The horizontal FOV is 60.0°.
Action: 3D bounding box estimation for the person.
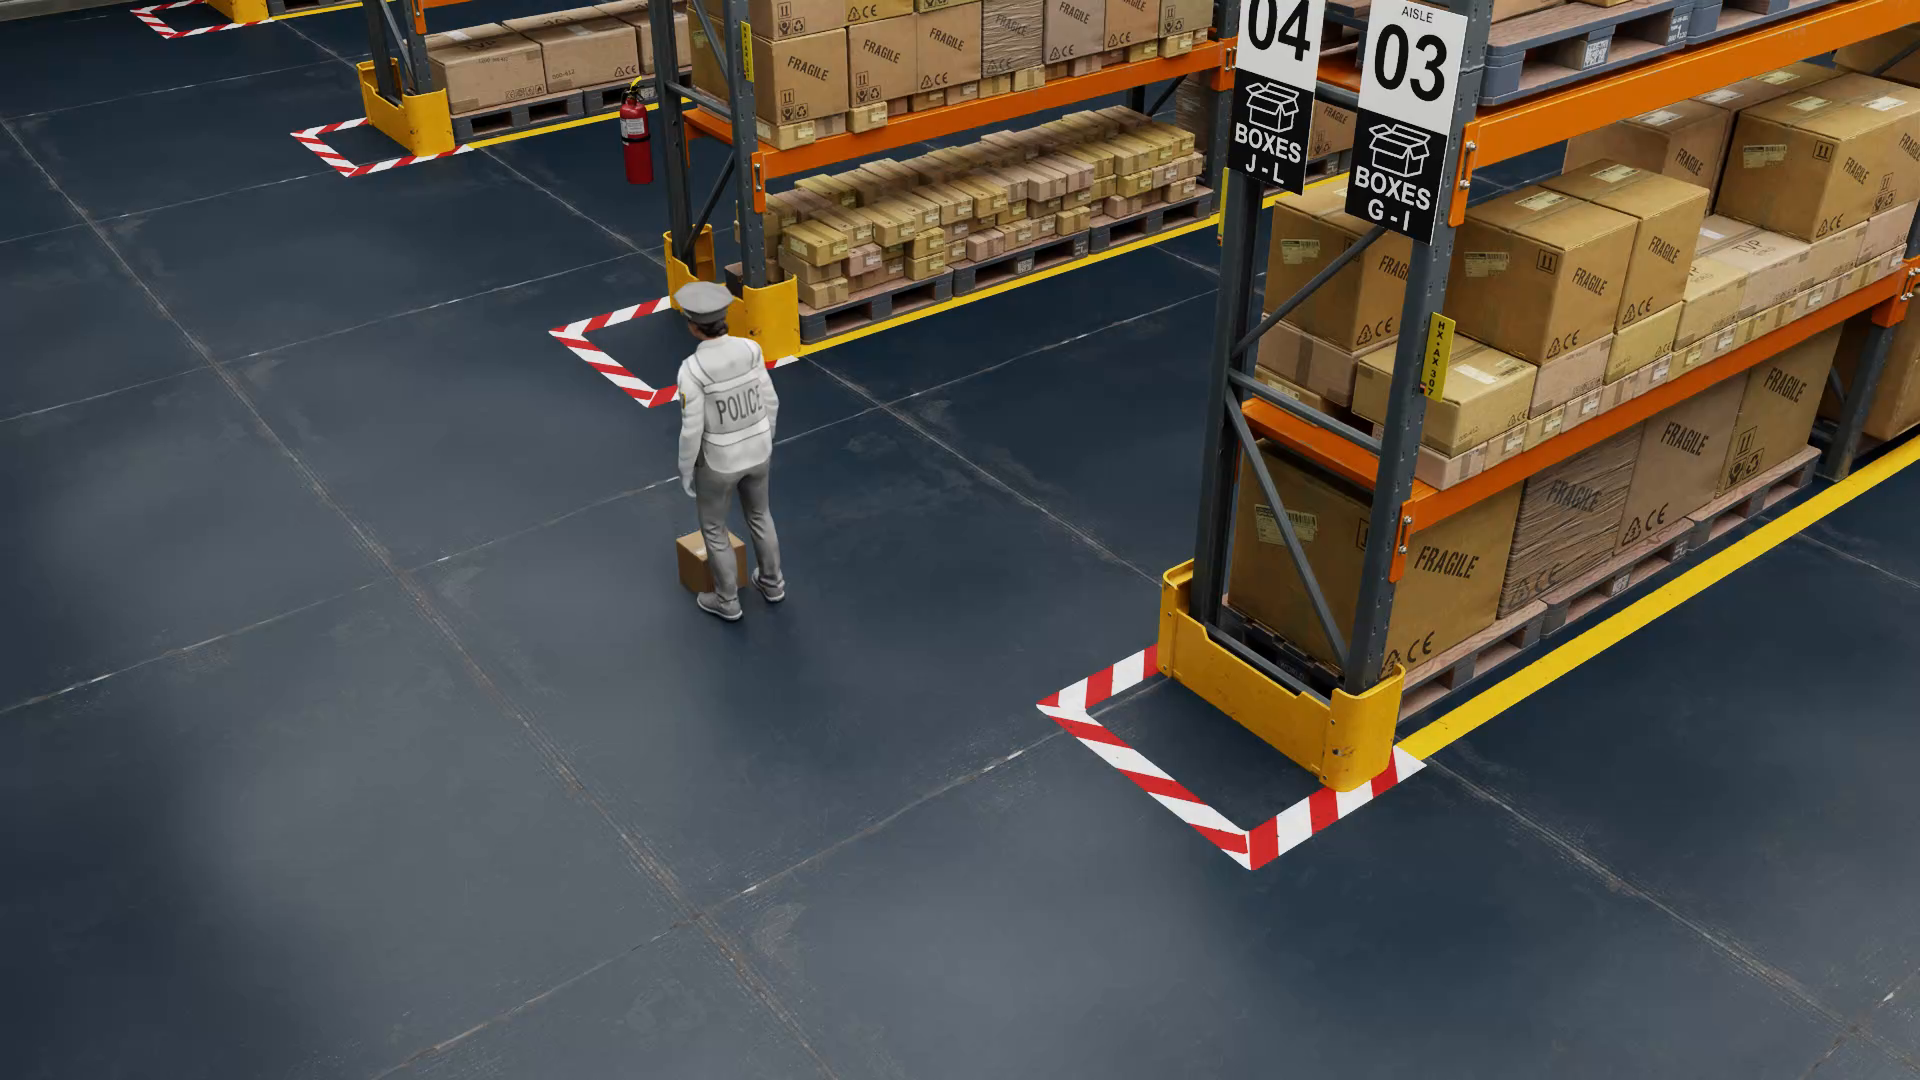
[{"bbox_3d":[-1.079,-0.383,7.739,0.528,1.662,0.375,-24,40,-33],"label":"person"}]
